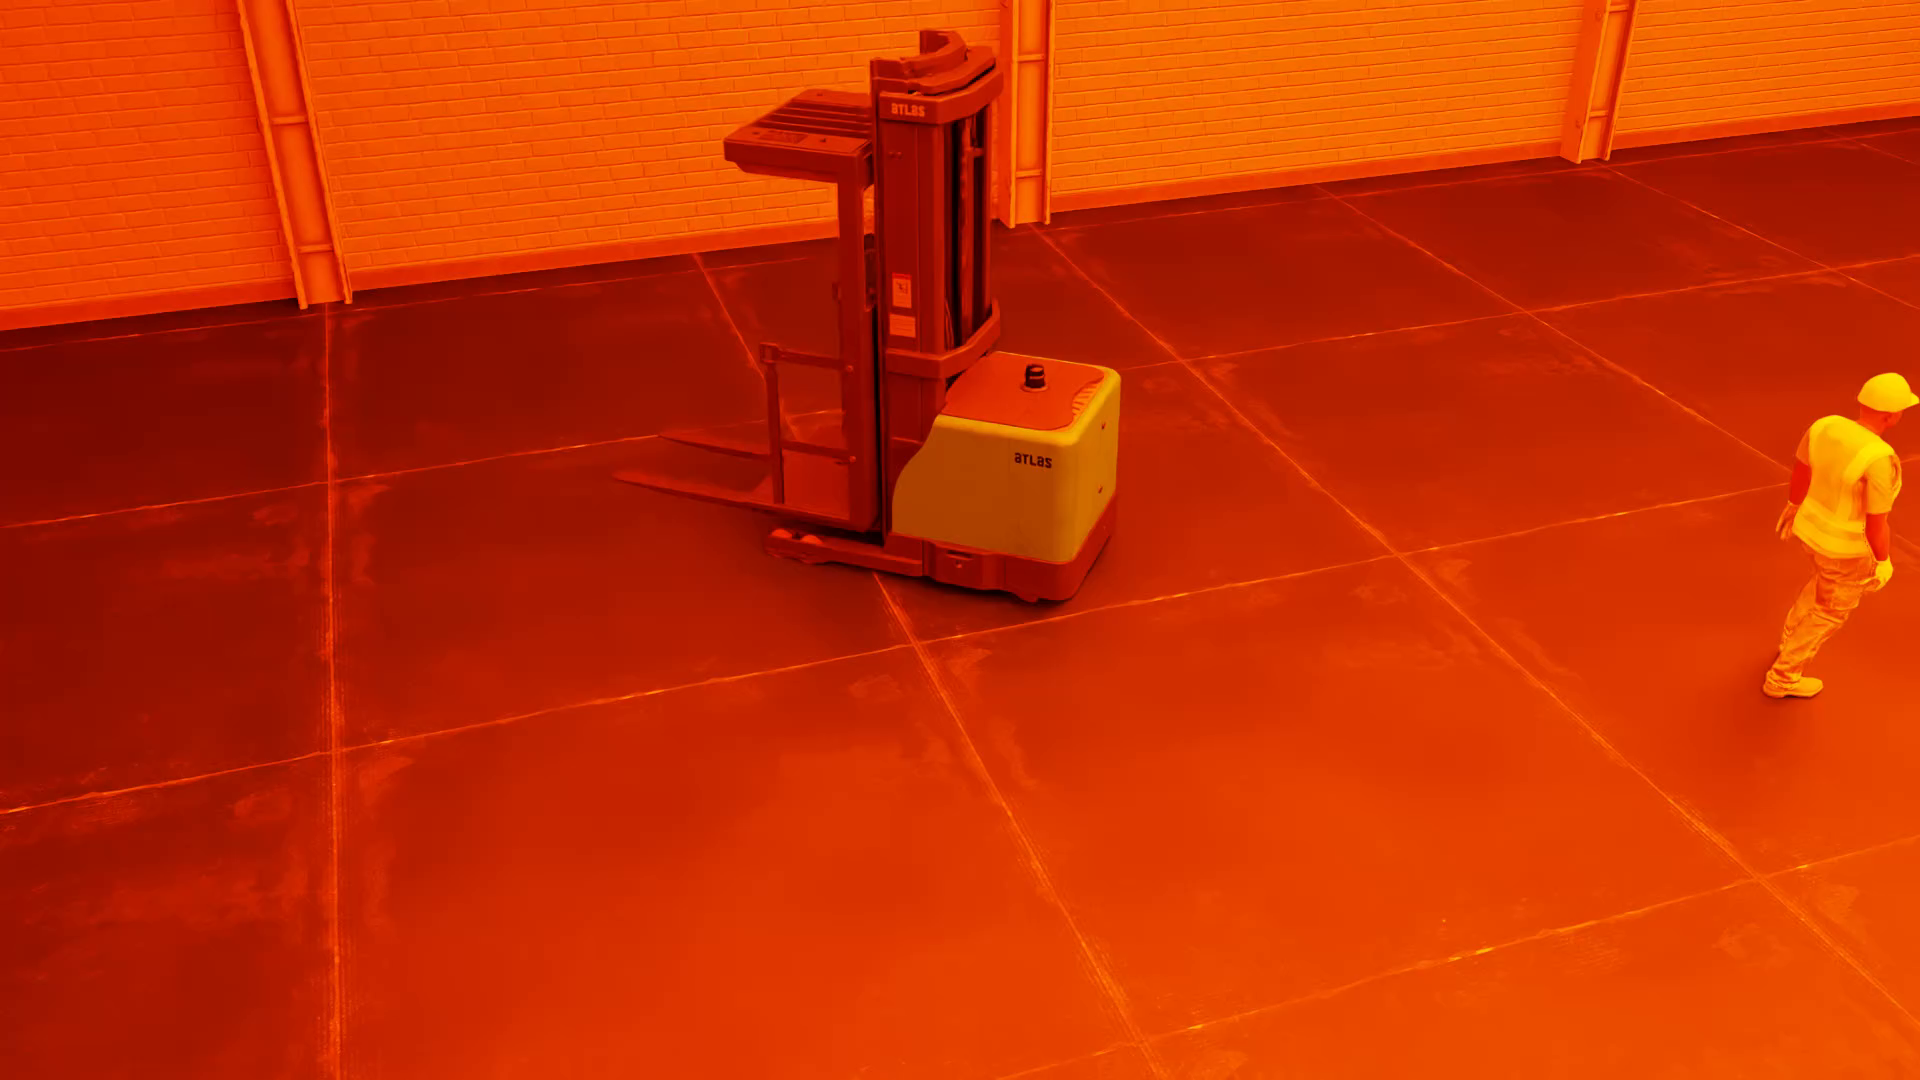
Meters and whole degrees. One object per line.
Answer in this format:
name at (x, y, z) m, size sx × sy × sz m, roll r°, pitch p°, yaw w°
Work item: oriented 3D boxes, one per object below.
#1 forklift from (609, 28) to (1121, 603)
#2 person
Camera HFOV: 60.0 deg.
forklift at (-0.631, -1.363, 9.456) m, size 3.031 × 2.935 × 1.130 m, roll 11°, pitch 32°, yaw 18°
person at (4.415, 0.008, 8.311) m, size 0.503 × 1.827 × 0.659 m, roll -4°, pitch 30°, yaw -8°
